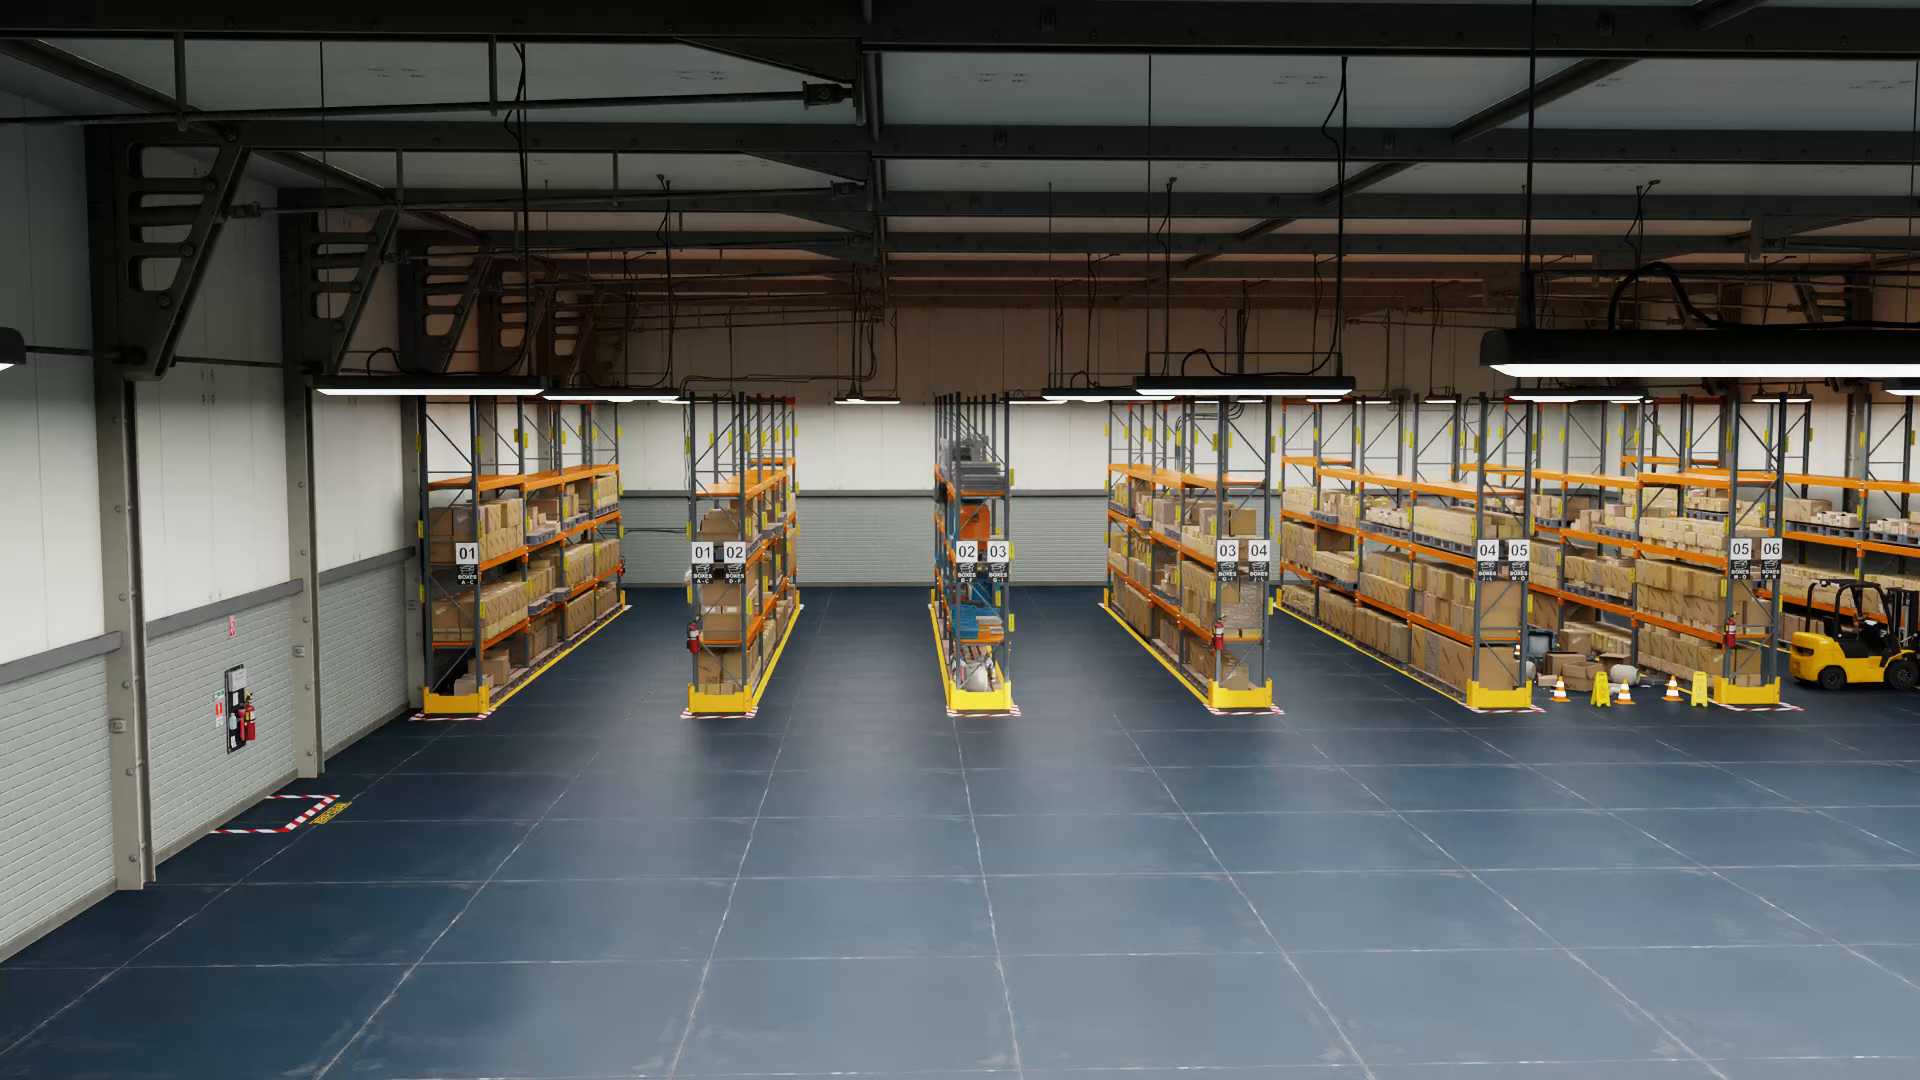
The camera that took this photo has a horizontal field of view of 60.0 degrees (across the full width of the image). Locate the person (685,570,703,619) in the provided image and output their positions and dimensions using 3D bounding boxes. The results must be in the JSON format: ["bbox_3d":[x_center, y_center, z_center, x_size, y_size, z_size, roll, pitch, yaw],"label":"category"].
[{"bbox_3d":[-7.076,1.368,44.583,0.613,1.575,0.886,-1,5,-11],"label":"person"}]

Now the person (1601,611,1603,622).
[{"bbox_3d":[16.374,1.404,43.031,0.653,1.767,0.965,0,5,-6],"label":"person"}]
